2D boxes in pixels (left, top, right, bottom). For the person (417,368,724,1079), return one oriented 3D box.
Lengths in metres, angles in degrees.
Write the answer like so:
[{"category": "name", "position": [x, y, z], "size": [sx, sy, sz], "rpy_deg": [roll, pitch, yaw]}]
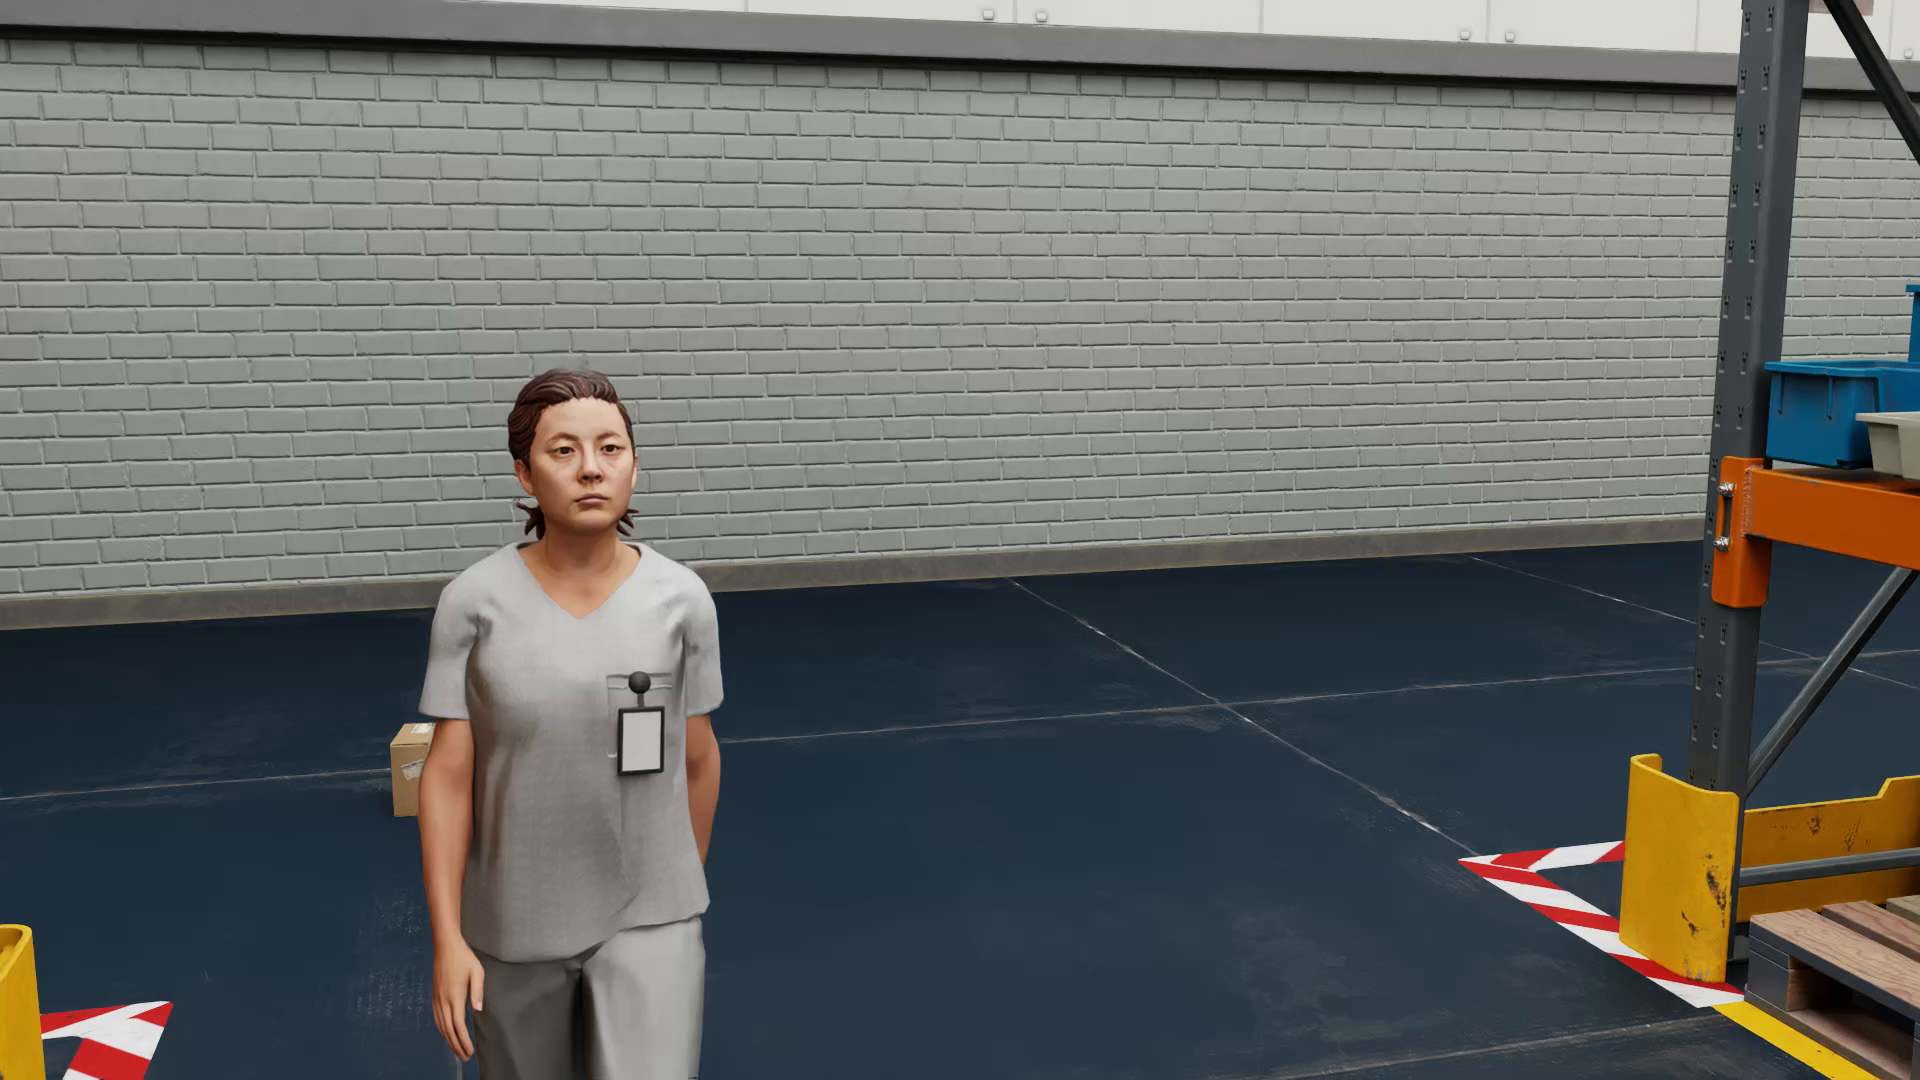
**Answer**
[{"category": "person", "position": [-0.562, 0.541, 2.472], "size": [0.434, 1.587, 0.973], "rpy_deg": [-2, 9, -9]}]
